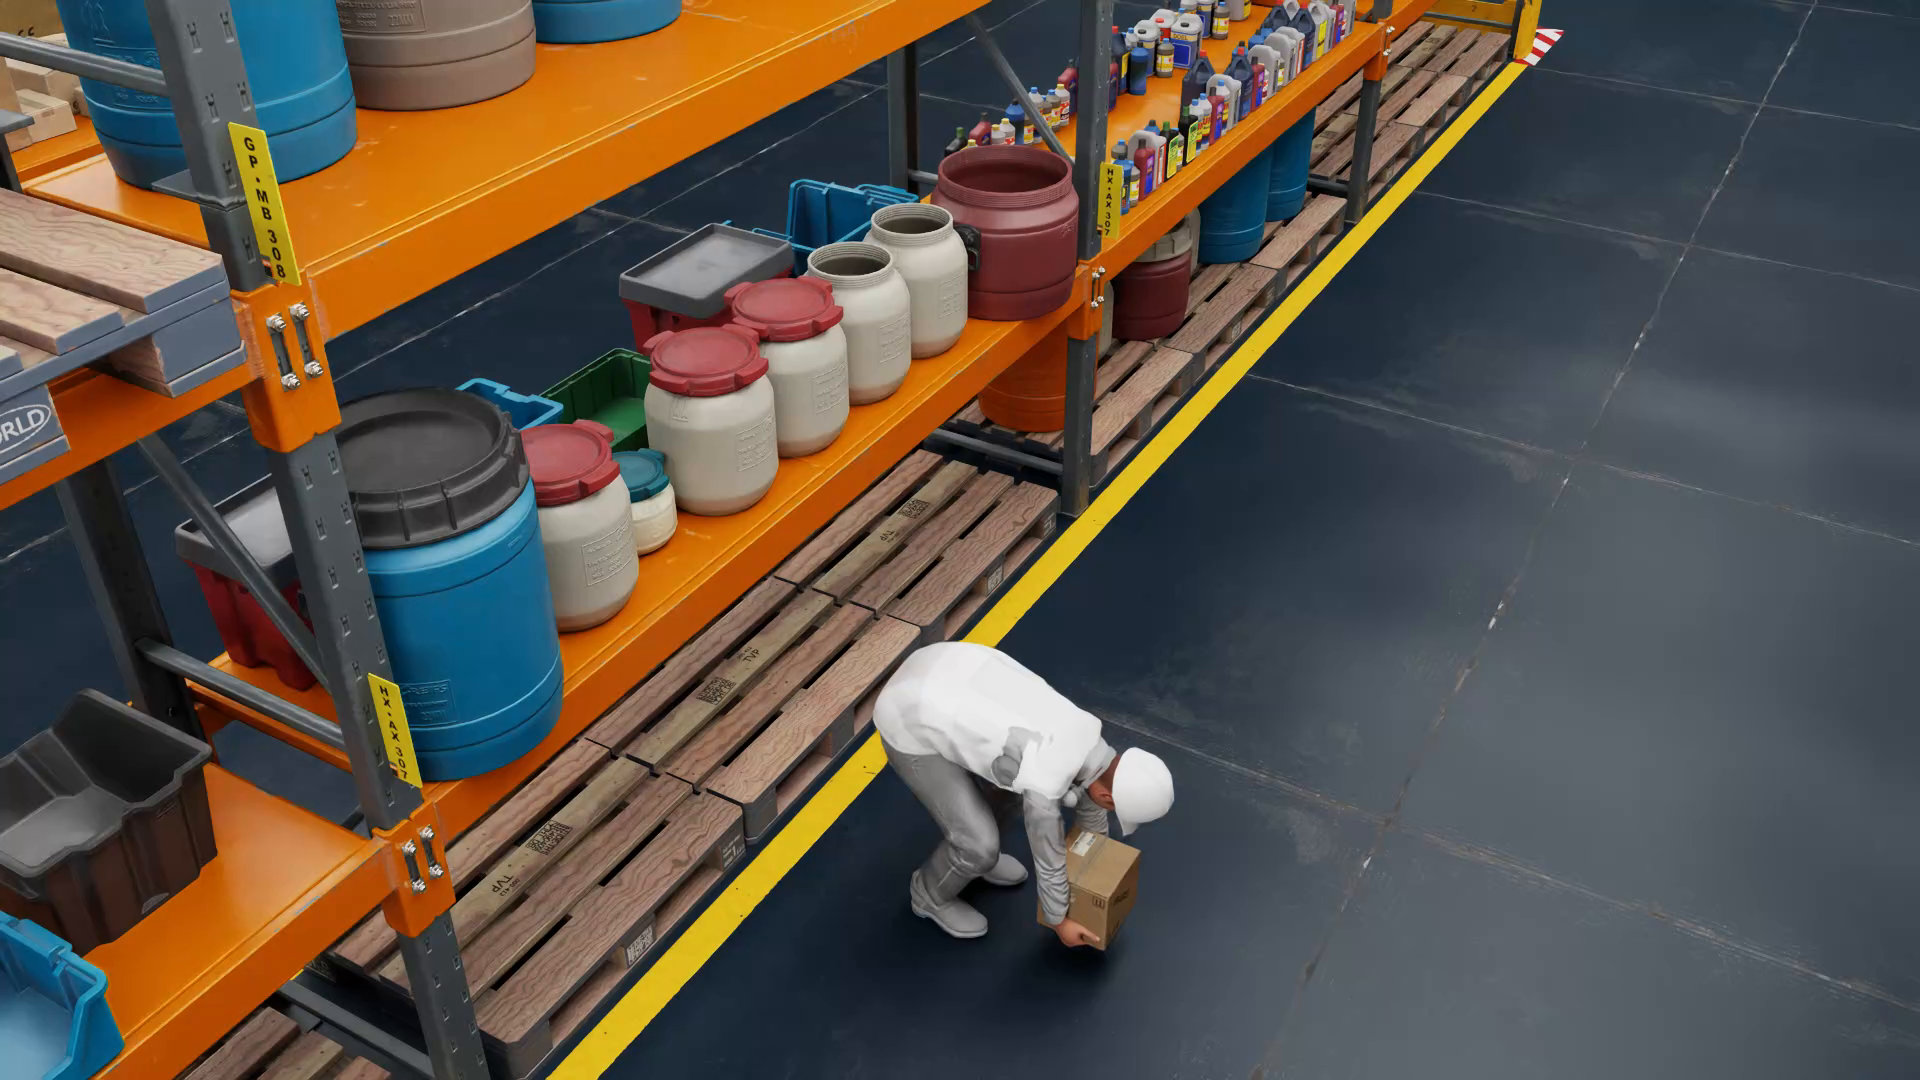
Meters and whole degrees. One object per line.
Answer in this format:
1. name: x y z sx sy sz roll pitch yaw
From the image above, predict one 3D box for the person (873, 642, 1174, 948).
1. person: 0.215 0.869 5.481 1.005 1.041 0.496 16 37 22
